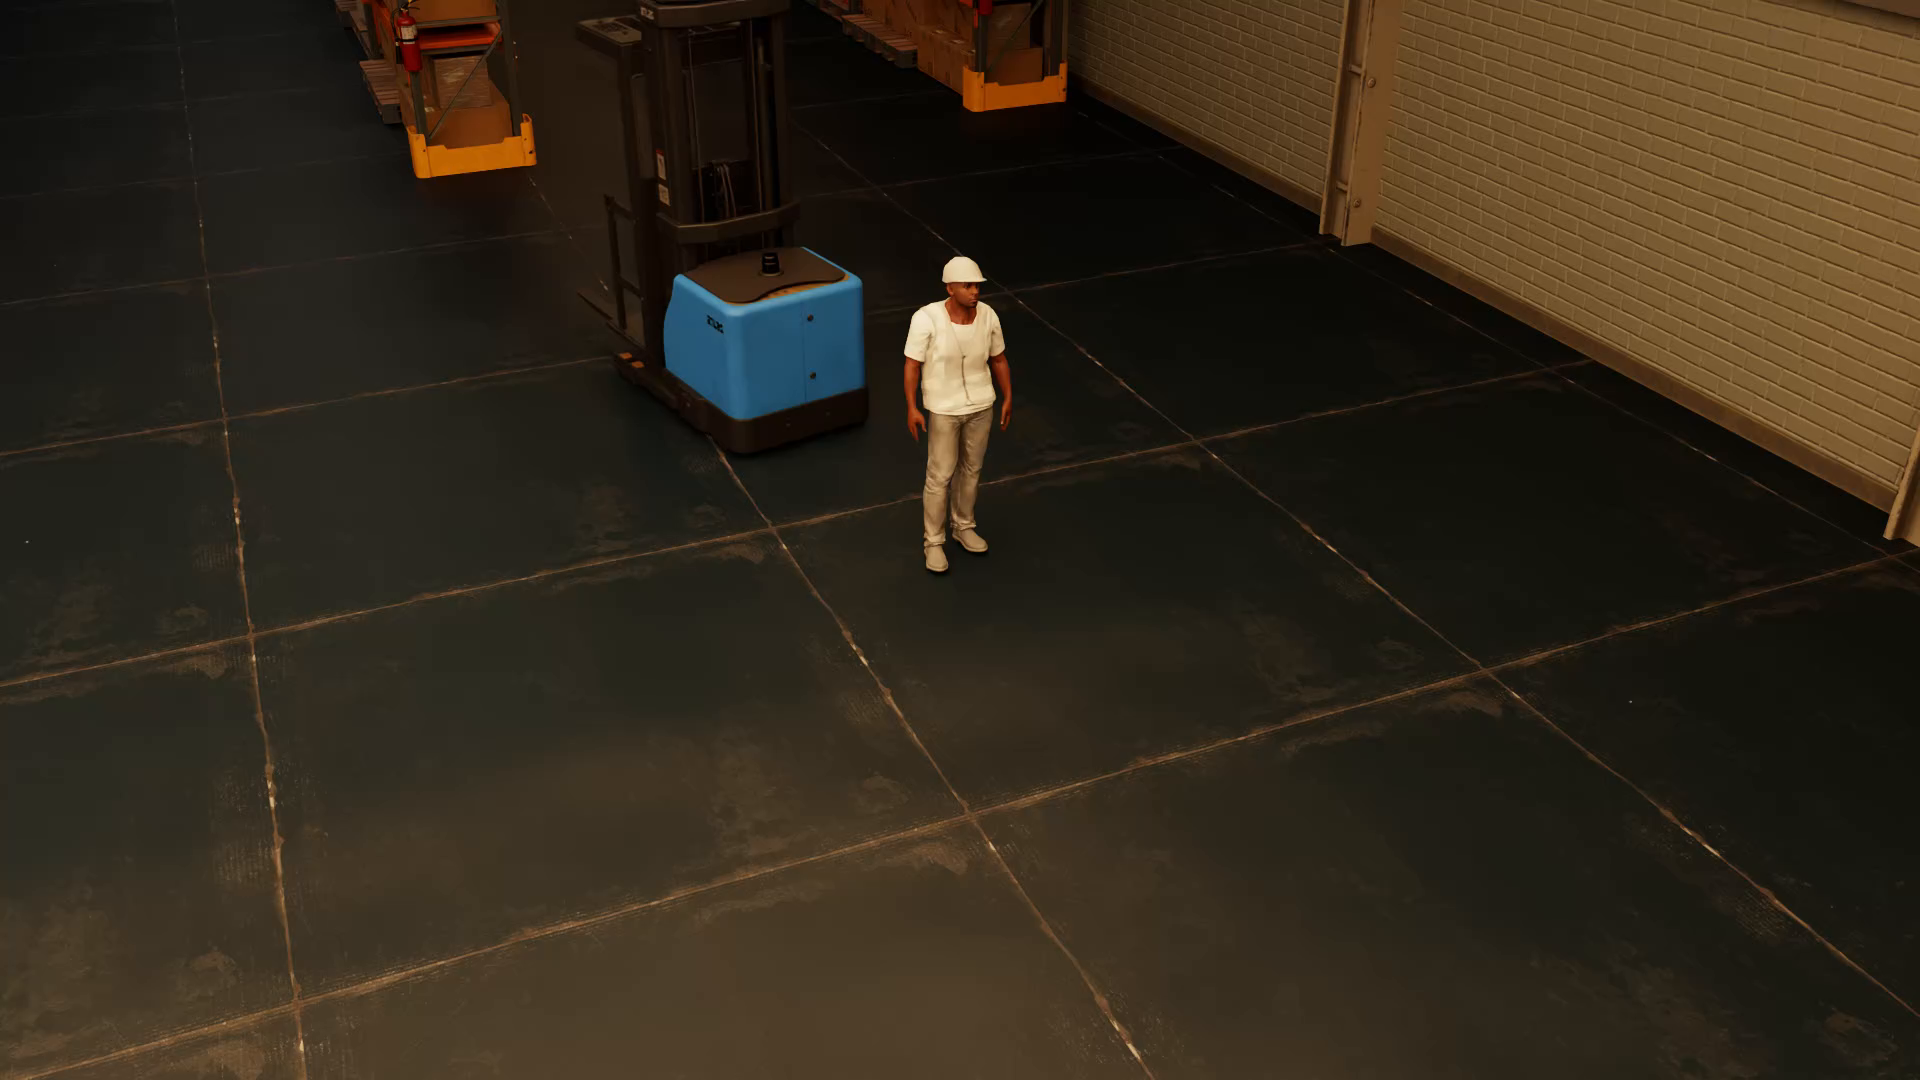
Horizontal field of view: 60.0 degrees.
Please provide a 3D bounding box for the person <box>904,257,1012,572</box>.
[{"bbox_3d":[0.023,-0.740,9.573,0.665,1.768,0.575,-12,32,-20],"label":"person"}]

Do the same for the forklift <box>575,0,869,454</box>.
[{"bbox_3d":[-1.877,-2.521,11.529,1.130,2.935,3.031,-19,35,-30],"label":"forklift"}]
